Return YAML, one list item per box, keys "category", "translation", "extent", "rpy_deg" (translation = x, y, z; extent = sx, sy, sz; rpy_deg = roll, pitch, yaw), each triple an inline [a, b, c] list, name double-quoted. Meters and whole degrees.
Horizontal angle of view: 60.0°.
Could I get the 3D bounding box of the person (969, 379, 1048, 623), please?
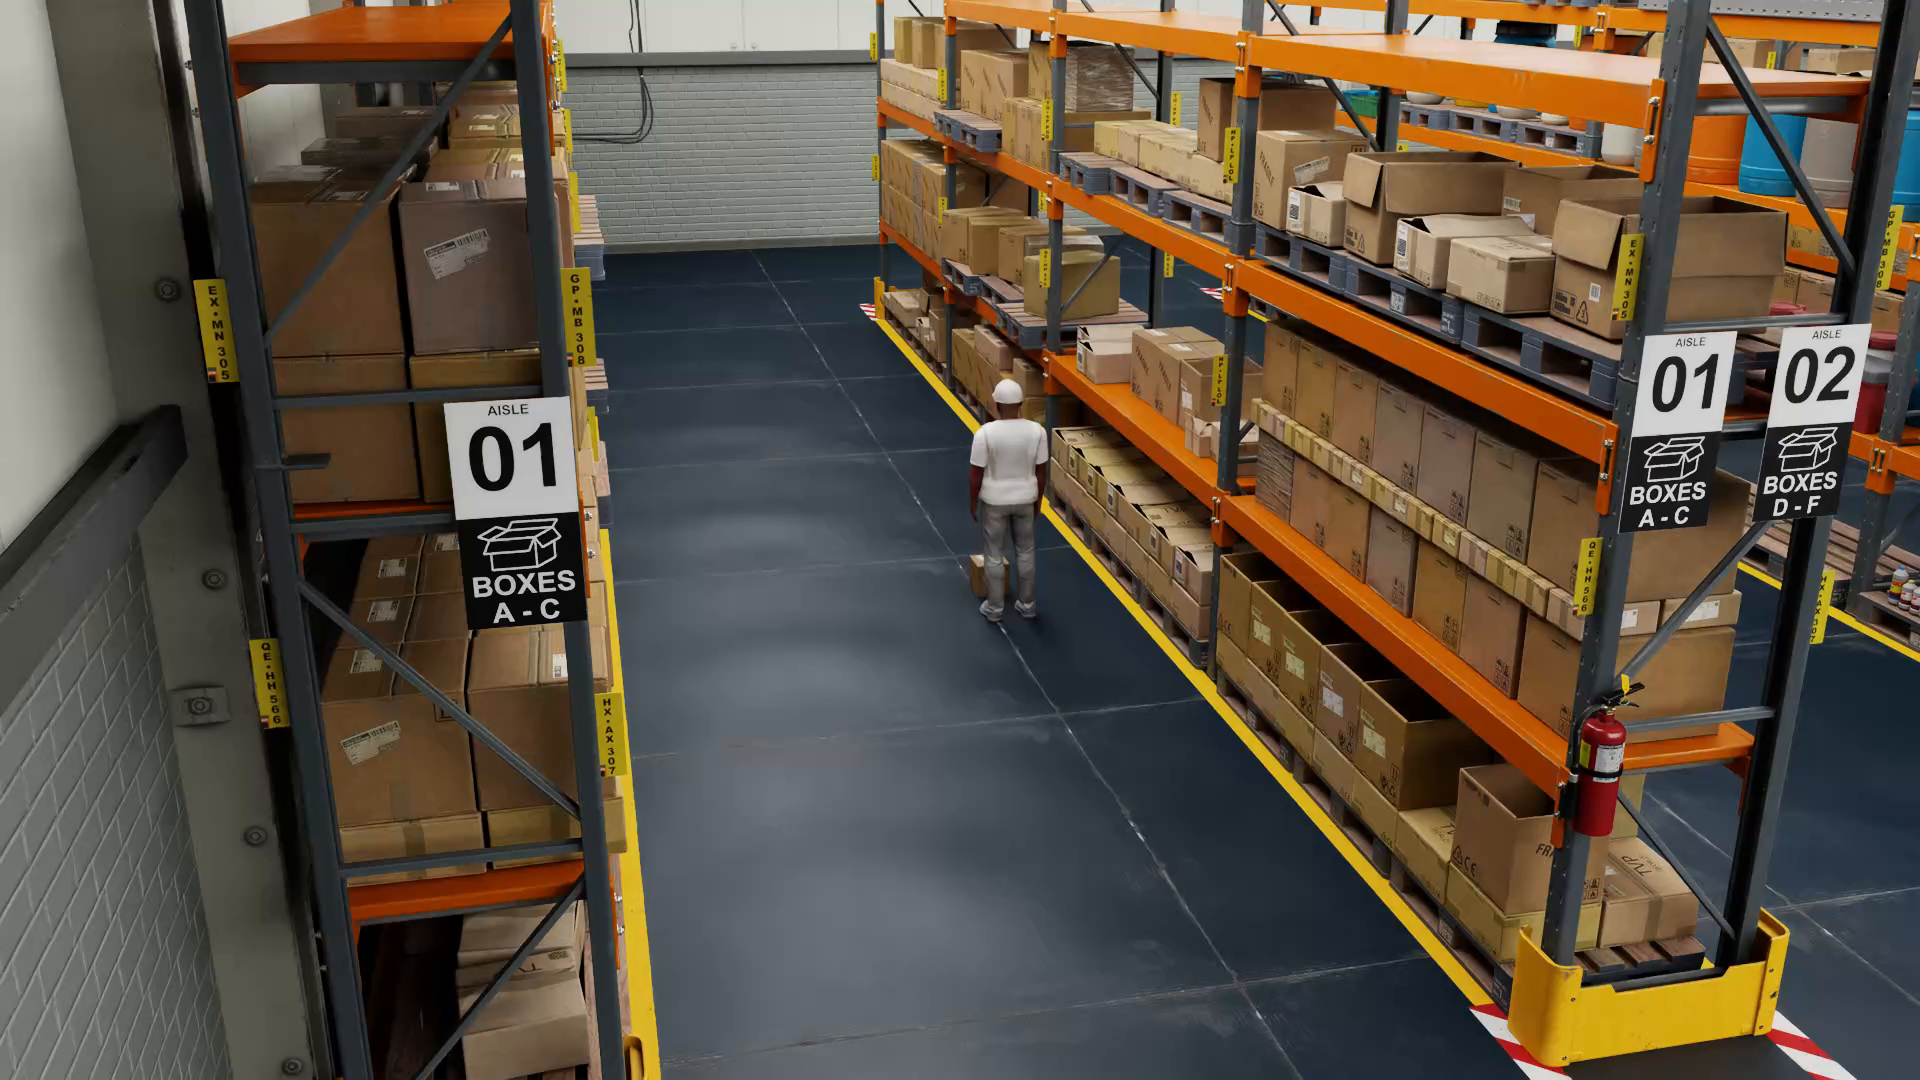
- category: "person"
  translation: [0.335, -0.285, 11.843]
  extent: [0.563, 1.761, 0.363]
  rpy_deg: [-4, 20, -11]
